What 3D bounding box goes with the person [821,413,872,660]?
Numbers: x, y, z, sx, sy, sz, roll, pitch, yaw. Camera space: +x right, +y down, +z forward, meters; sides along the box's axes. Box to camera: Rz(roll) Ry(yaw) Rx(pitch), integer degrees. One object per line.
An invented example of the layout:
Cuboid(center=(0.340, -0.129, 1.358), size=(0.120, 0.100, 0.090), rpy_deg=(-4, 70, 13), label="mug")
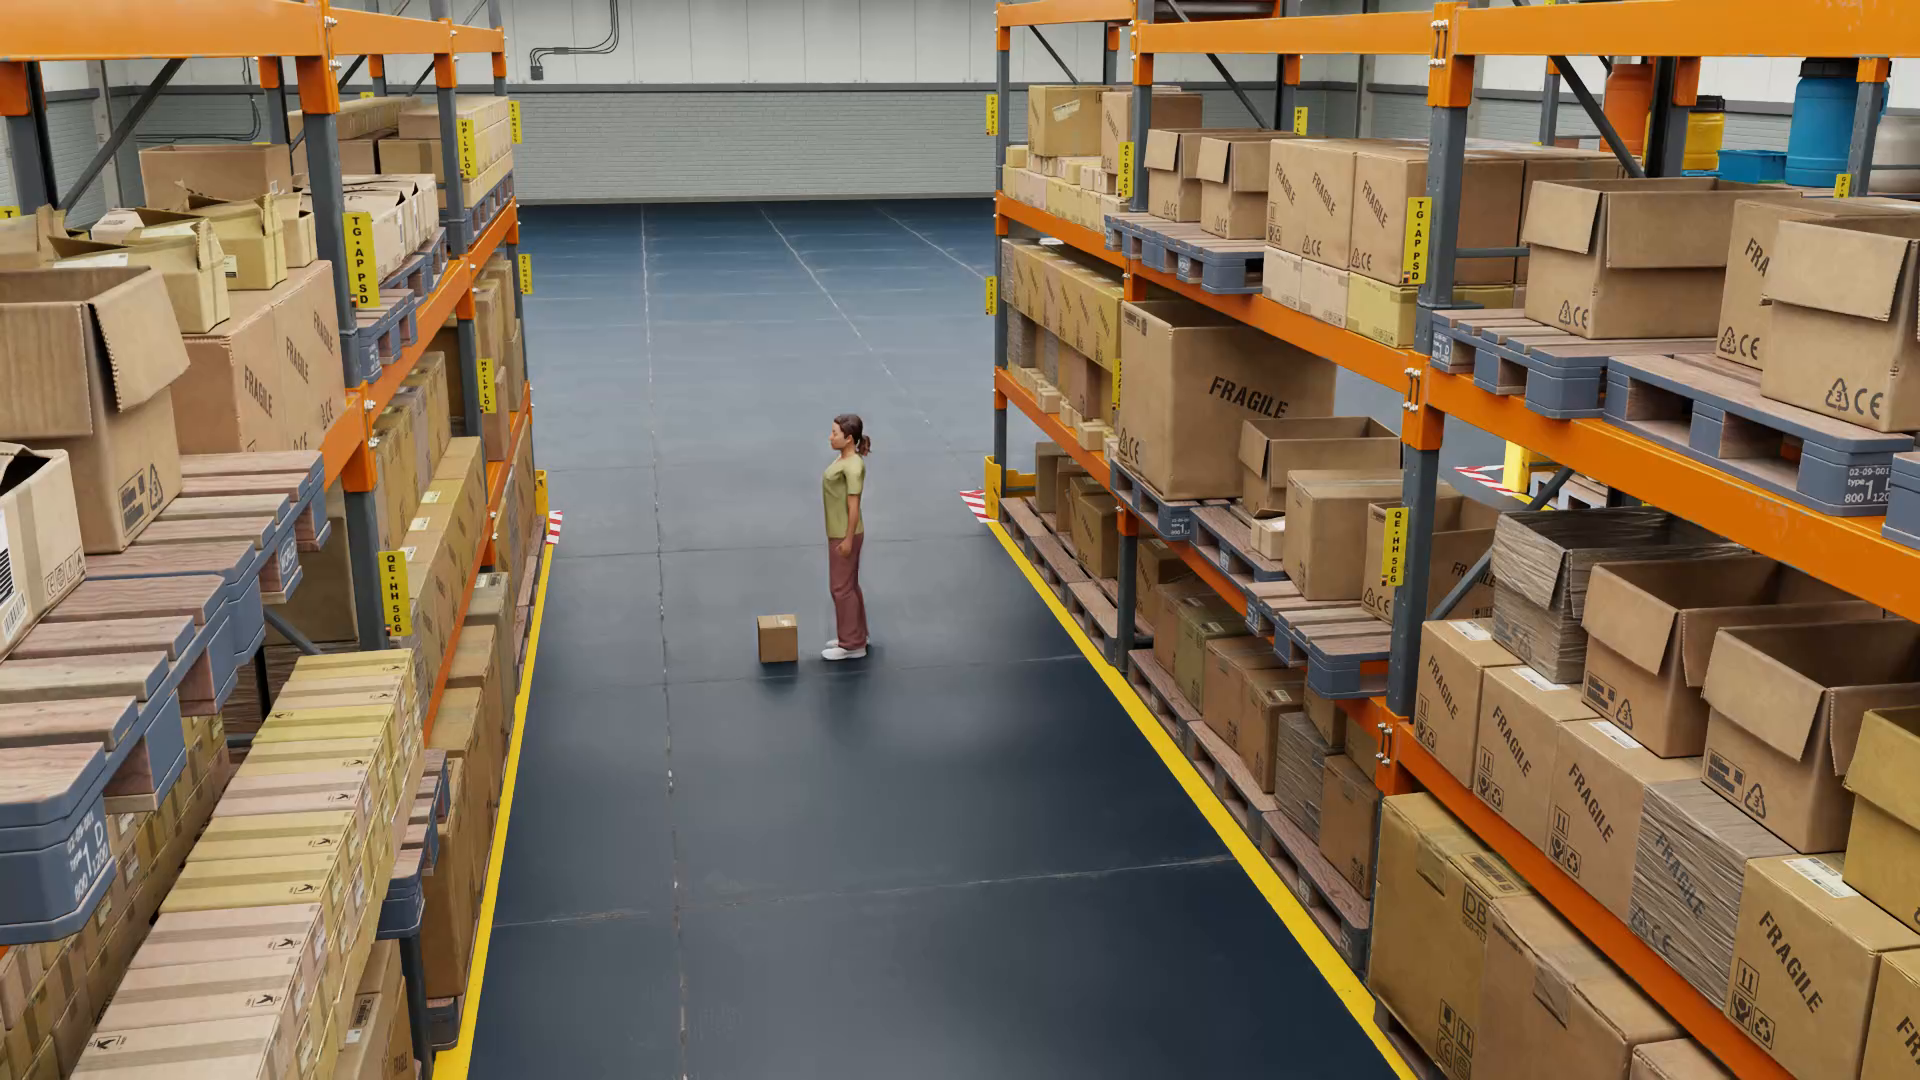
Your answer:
Cuboid(center=(-0.768, -0.021, 11.158), size=(0.382, 1.685, 0.439), rpy_deg=(-3, 17, -9), label="person")
